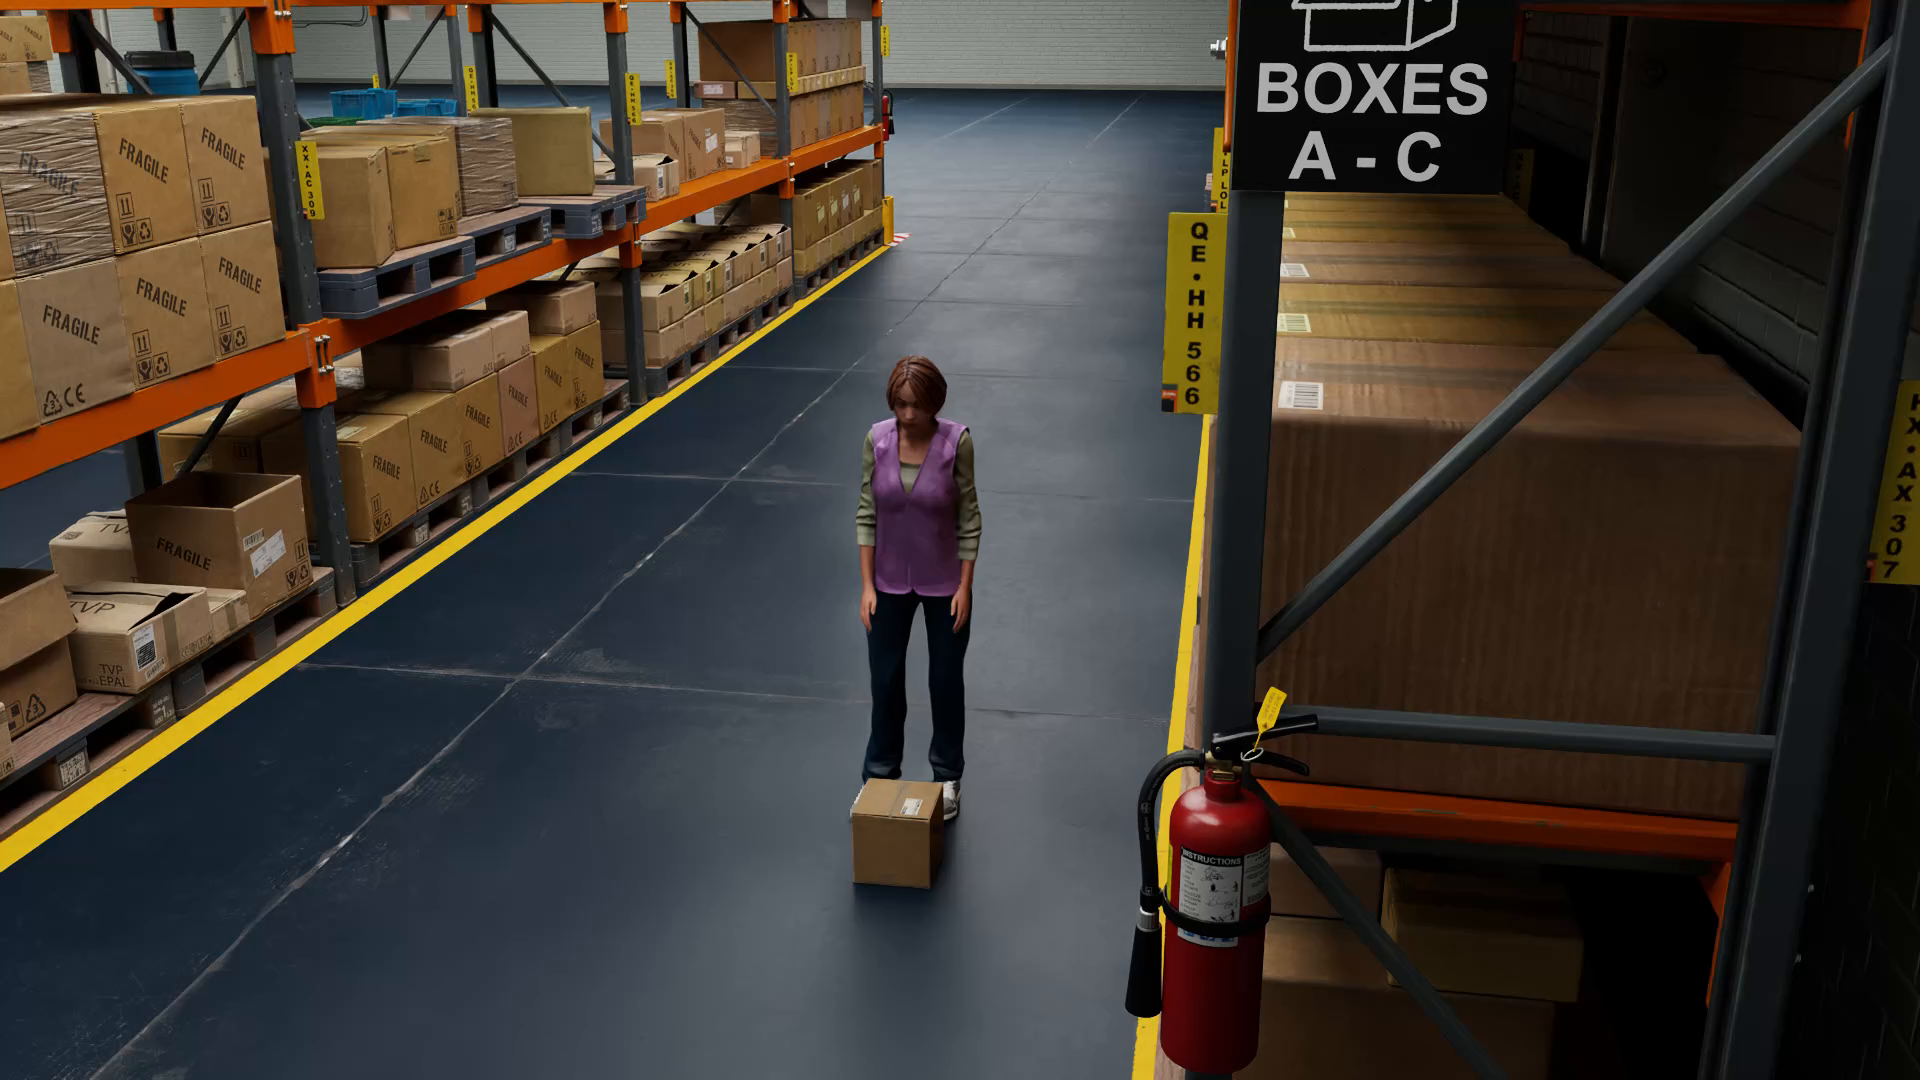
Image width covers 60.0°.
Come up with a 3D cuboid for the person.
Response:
[{"bbox_3d":[-0.149,0.182,5.553,0.446,1.625,0.357,3,18,9],"label":"person"}]
